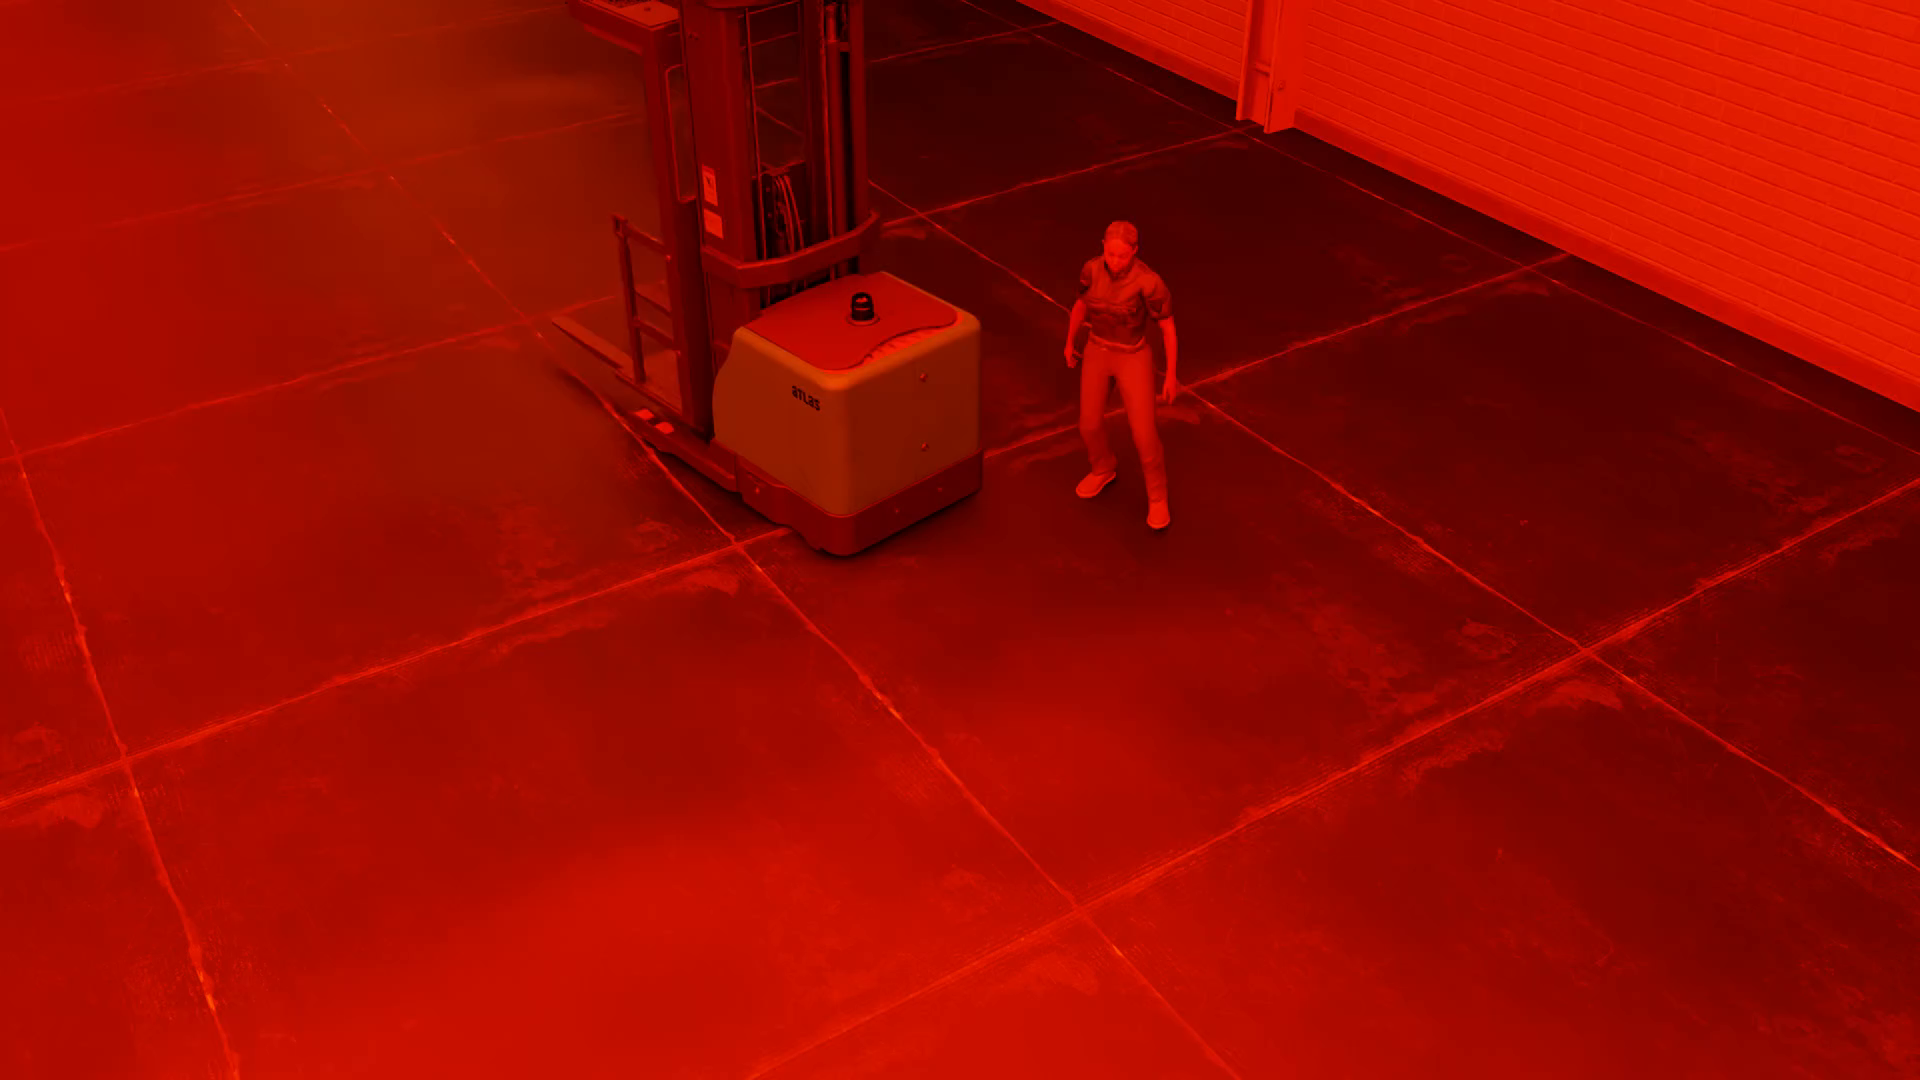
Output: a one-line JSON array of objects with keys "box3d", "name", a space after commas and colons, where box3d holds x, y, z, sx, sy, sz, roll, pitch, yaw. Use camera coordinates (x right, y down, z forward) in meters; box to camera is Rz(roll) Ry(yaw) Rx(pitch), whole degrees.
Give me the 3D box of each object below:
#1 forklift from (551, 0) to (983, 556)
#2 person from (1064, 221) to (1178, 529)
[{"box3d": [-1.250, -1.877, 8.819, 1.130, 2.935, 3.031, -28, 44, -34], "name": "forklift"}, {"box3d": [0.840, -0.904, 8.572, 0.753, 1.632, 0.355, 20, 40, 26], "name": "person"}]
